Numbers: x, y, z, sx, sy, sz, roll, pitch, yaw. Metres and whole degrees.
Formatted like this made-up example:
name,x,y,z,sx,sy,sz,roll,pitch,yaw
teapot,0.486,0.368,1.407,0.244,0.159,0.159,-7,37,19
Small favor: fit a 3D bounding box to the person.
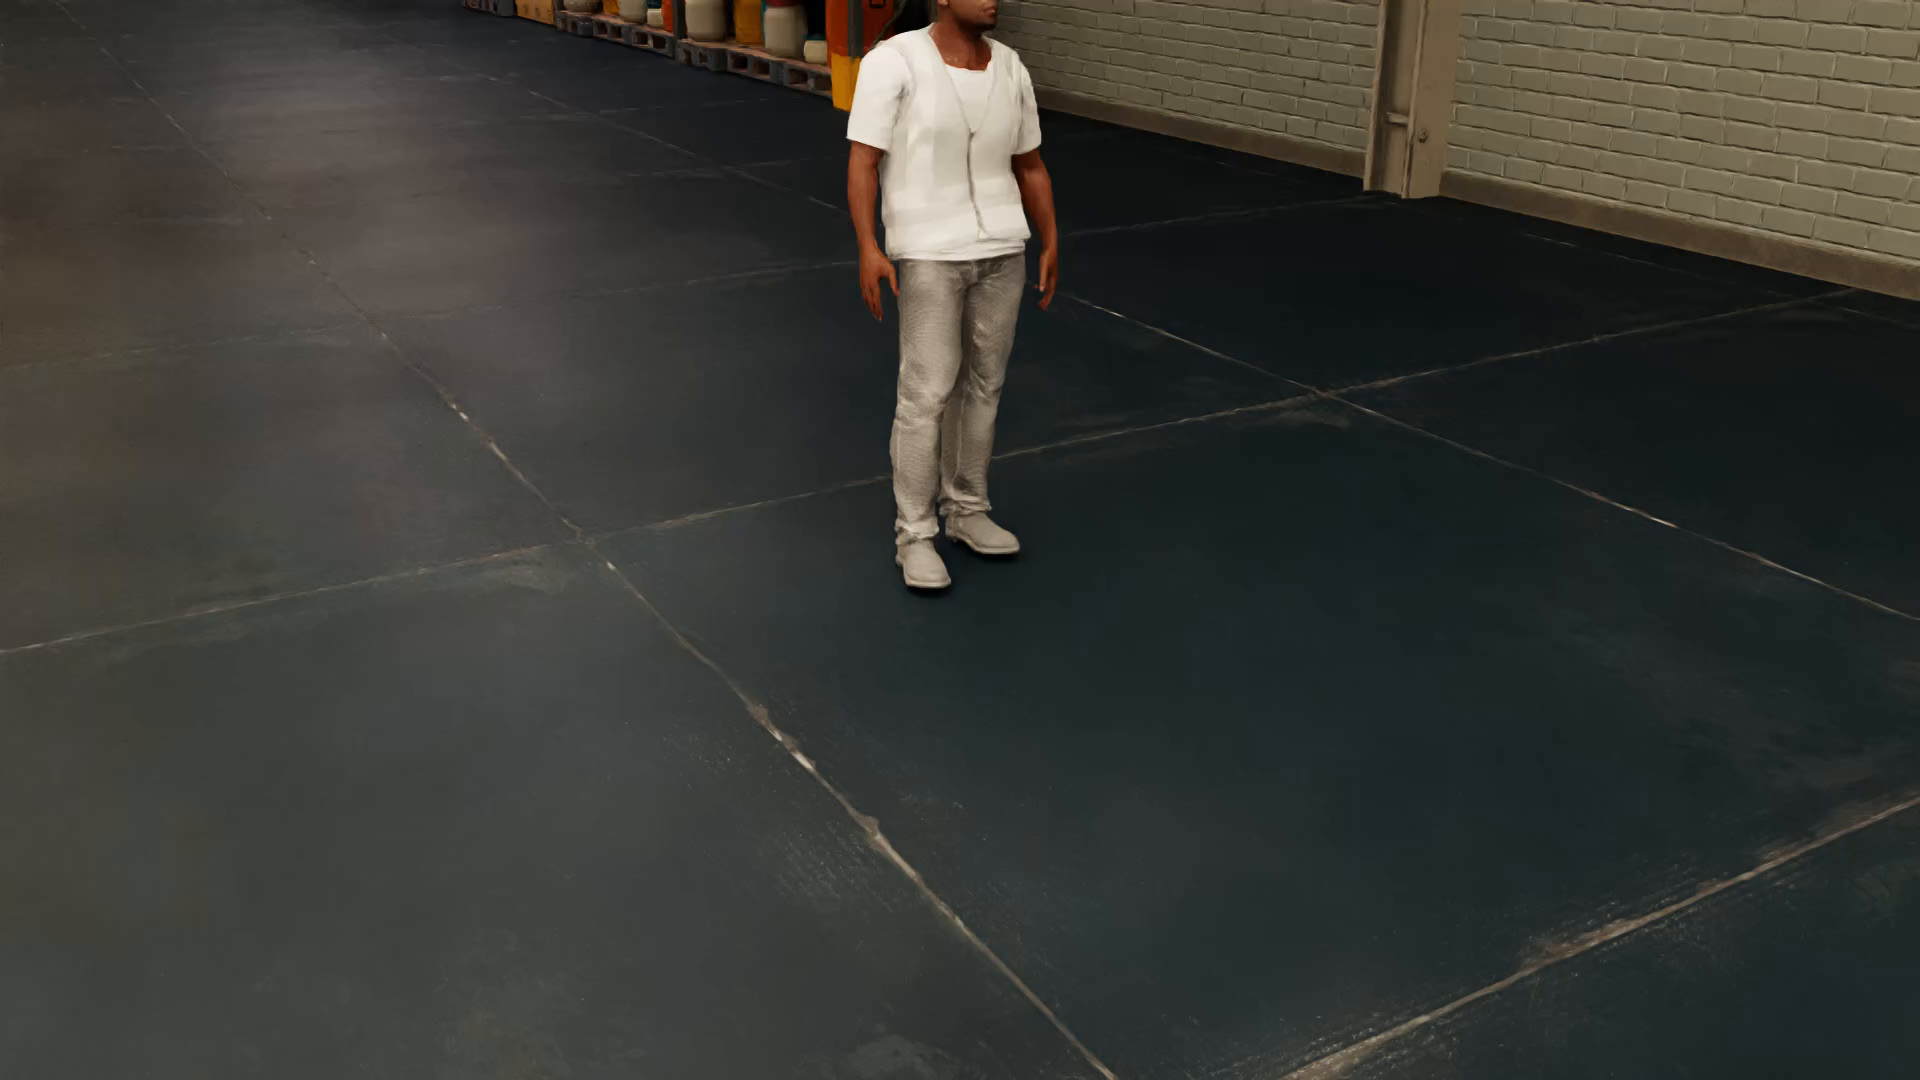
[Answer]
name,x,y,z,sx,sy,sz,roll,pitch,yaw
person,0.030,-0.800,4.738,0.665,1.766,0.576,-12,25,-28
